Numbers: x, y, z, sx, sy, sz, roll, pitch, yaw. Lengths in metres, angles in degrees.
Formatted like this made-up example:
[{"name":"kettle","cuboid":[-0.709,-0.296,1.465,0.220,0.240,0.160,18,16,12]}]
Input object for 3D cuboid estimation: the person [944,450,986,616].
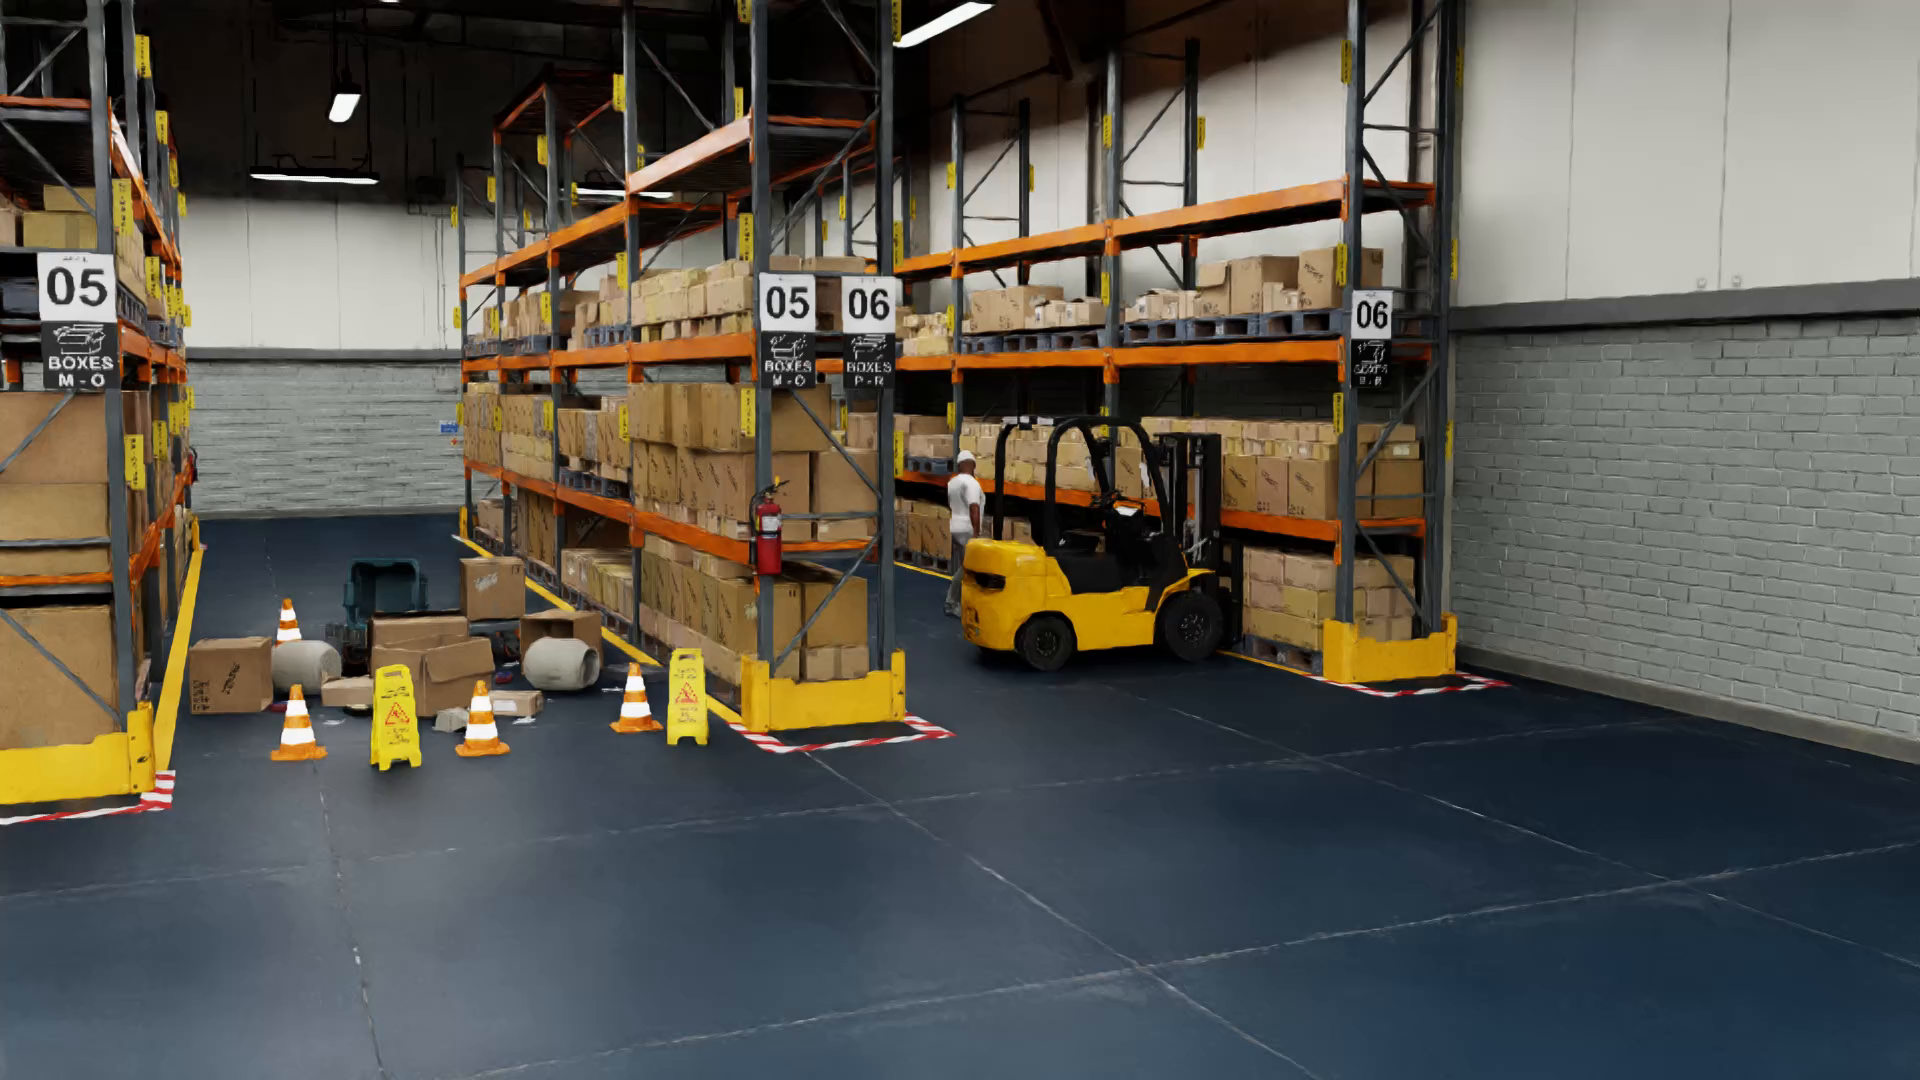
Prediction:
[{"name":"person","cuboid":[0.154,-0.060,17.432,0.563,1.758,0.678,-2,6,-16]}]
